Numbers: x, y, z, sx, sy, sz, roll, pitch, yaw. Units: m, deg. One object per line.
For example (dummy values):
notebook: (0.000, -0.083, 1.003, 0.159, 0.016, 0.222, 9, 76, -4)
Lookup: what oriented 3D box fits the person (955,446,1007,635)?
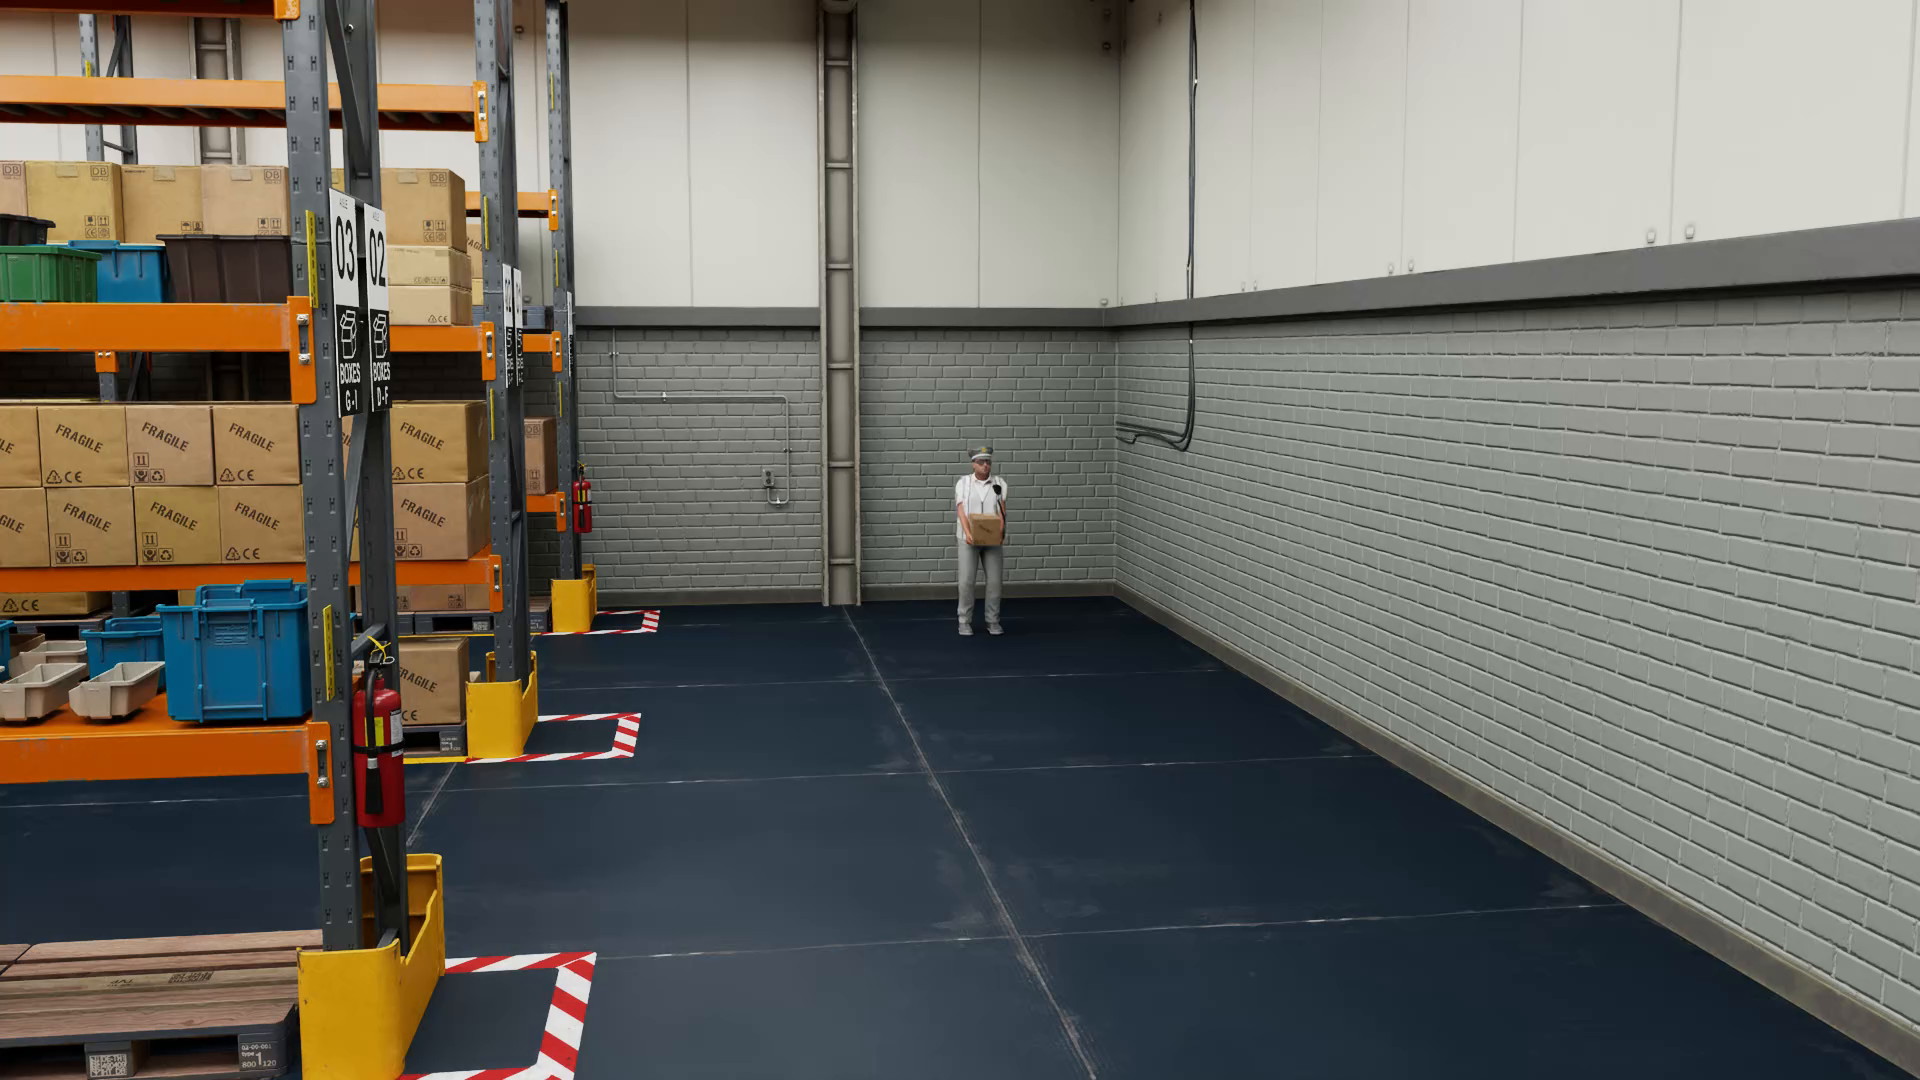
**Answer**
person: (0.215, 0.008, 15.548, 0.494, 1.767, 0.563, -1, 6, -8)
